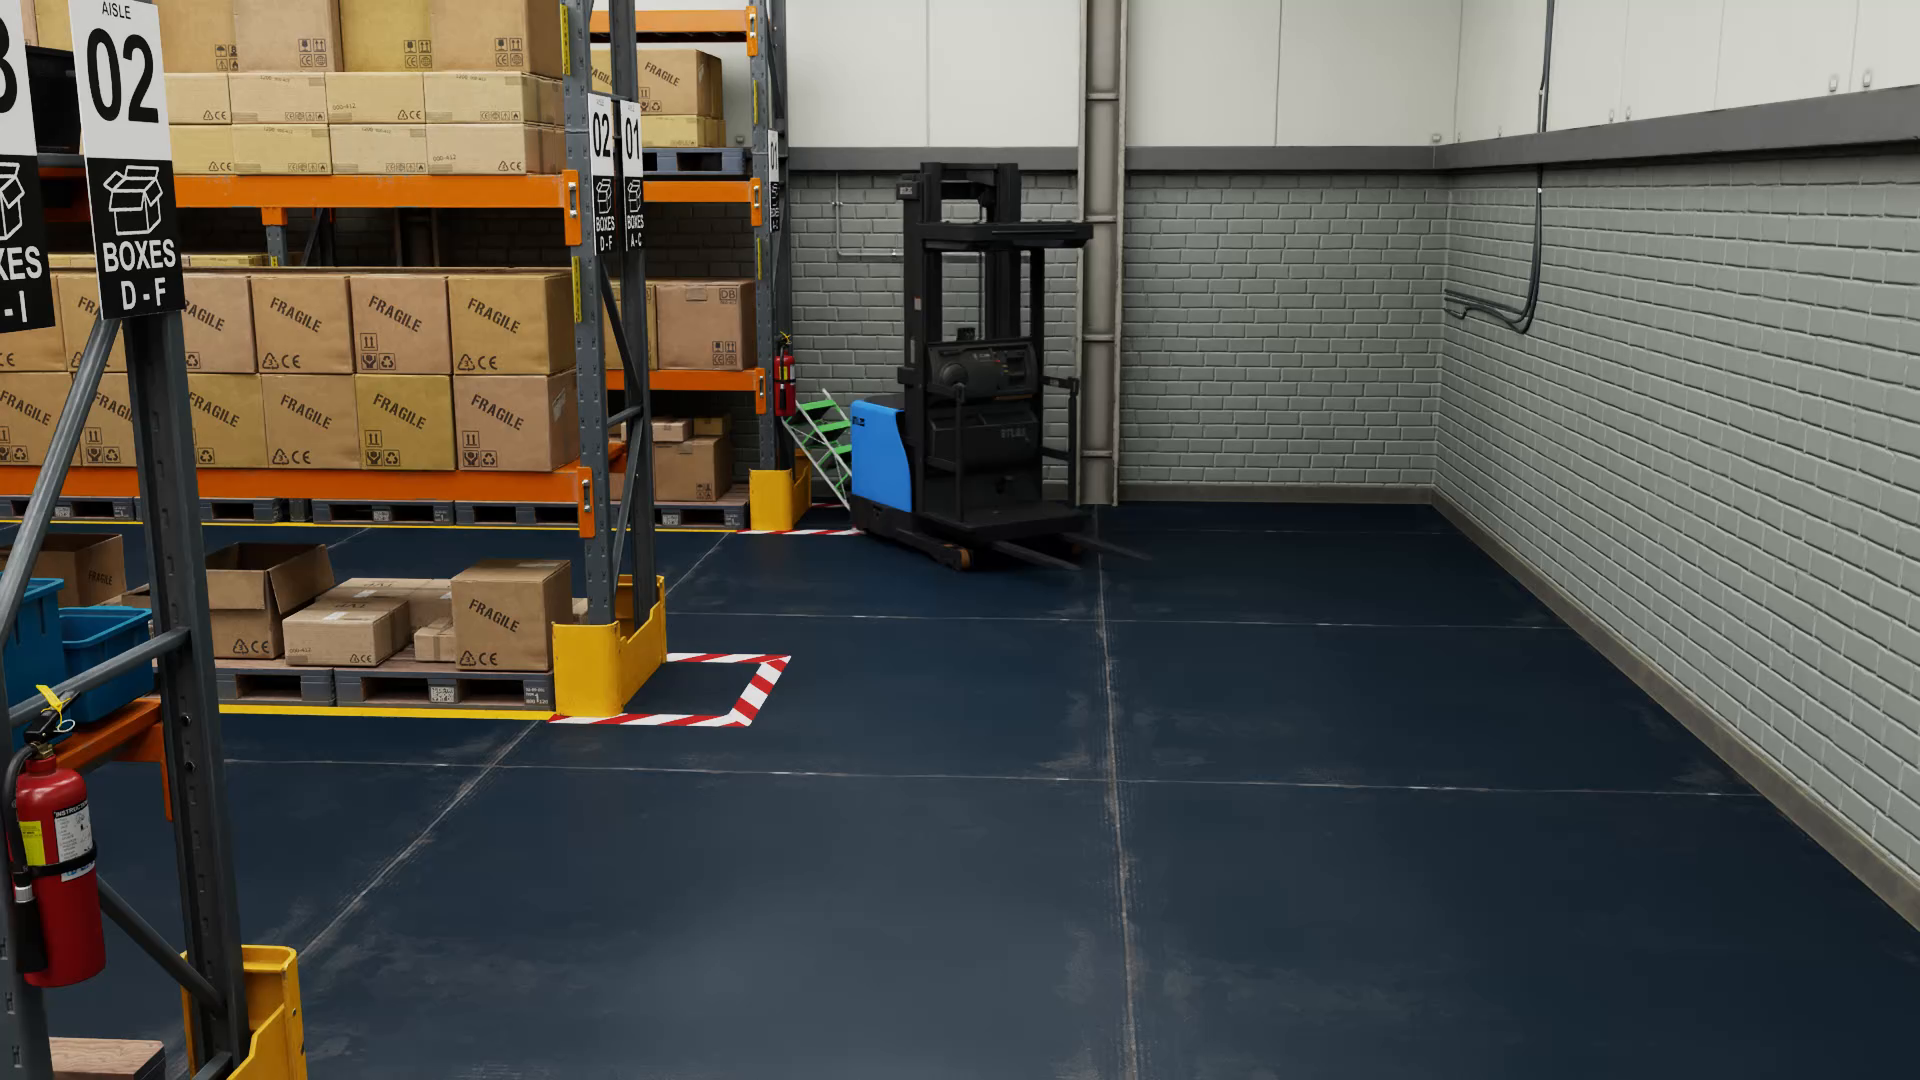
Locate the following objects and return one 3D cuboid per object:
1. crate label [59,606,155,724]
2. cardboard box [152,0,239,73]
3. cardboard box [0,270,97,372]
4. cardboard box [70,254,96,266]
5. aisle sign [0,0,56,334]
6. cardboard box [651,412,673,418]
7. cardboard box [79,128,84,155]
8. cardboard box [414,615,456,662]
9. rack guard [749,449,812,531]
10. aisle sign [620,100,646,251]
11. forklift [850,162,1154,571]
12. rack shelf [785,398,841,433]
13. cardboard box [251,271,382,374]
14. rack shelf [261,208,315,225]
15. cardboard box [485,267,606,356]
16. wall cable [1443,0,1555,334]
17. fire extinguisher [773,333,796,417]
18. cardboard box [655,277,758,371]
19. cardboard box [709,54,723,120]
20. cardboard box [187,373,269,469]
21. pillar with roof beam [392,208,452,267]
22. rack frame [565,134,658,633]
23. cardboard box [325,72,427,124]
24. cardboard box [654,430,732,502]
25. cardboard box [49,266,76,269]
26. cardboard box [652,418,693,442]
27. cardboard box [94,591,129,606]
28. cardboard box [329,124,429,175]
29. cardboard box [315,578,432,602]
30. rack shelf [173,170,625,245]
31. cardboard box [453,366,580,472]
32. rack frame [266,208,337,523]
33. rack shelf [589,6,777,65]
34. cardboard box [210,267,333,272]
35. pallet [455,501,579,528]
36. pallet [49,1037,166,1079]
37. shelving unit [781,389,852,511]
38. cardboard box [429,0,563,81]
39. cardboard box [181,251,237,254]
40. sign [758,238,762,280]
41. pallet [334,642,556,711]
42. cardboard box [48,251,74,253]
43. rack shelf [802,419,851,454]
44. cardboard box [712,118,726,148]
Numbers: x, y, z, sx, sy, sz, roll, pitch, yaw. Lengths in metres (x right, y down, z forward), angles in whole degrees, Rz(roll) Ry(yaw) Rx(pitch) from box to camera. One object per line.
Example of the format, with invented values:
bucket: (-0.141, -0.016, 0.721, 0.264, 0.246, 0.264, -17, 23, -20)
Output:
crate label: (-2.427, 0.344, 4.560, 0.303, 0.233, 0.416, 1, 12, 4)
cardboard box: (-3.874, -2.695, 8.814, 0.500, 0.500, 0.700, 1, 12, 4)
cardboard box: (-4.893, -1.172, 8.859, 0.500, 0.500, 0.500, 0, 12, 2)
cardboard box: (-7.033, -2.258, 13.886, 0.500, 0.250, 0.500, 1, 12, 5)
aisle sign: (-2.151, -0.850, 3.655, 0.004, 0.787, 0.394, 1, 12, 4)
cardboard box: (-2.613, -0.997, 14.201, 0.250, 0.149, 0.380, 1, 12, 4)
cardboard box: (-4.393, -2.027, 8.675, 0.500, 0.250, 0.500, 1, 12, 4)
cardboard box: (-2.825, 0.541, 9.203, 0.250, 0.166, 0.380, 1, 12, 4)
rack guard: (-1.517, -0.438, 14.141, 0.348, 0.500, 1.175, 1, 12, 4)
aisle sign: (-1.780, -1.981, 9.065, 0.004, 0.787, 0.394, 1, 12, 4)
forklift: (0.287, -1.314, 12.392, 1.130, 2.935, 3.031, -7, 14, -30)
rack shelf: (-1.272, -1.061, 14.286, 0.258, 0.148, 0.480, -44, -13, 29)
cardboard box: (-3.352, -1.151, 8.758, 0.500, 0.500, 0.500, 1, 12, 5)
rack shelf: (-7.527, -2.860, 14.046, 4.000, 0.370, 1.077, 1, 12, 4)
cardboard box: (-2.293, -1.248, 9.223, 0.500, 0.500, 0.500, 1, 12, 5)
wall cable: (4.079, -2.928, 12.872, 0.112, 2.526, 3.097, 1, 12, 4)
fire extinguisher: (-1.421, -1.345, 13.473, 0.183, 0.674, 0.296, 1, 12, 4)
cardboard box: (-2.050, -1.814, 13.880, 0.700, 0.700, 0.980, 1, 12, 6)
cardboard box: (-2.253, -3.738, 13.749, 0.500, 0.500, 0.500, 0, 12, 2)
cardboard box: (-3.851, -0.671, 8.904, 0.500, 0.500, 0.500, 1, 12, 3)
pillar with roof beam: (-5.063, -3.941, 10.129, 0.400, 9.000, 9.100, 1, 12, 4)
rack frame: (-1.868, -0.650, 9.049, 0.127, 3.000, 1.000, 1, 12, 4)
cardboard box: (-2.897, -2.251, 8.523, 0.500, 0.250, 0.500, 1, 12, 4)
cardboard box: (-2.246, -0.633, 14.048, 0.500, 0.500, 0.700, 1, 12, 4)
cardboard box: (-5.337, -1.289, 9.418, 0.500, 0.500, 0.500, 1, 12, 4)
cardboard box: (-2.386, -0.915, 13.812, 0.250, 0.149, 0.380, 1, 12, 3)
cardboard box: (-4.893, 0.418, 9.831, 0.250, 0.149, 0.380, 1, 12, 4)
cardboard box: (-2.896, -2.007, 8.577, 0.500, 0.250, 0.500, 1, 12, 4)
cardboard box: (-3.389, 0.402, 9.663, 0.500, 0.250, 0.500, 1, 12, 4)
rack shelf: (-3.864, -1.793, 8.946, 4.000, 0.370, 1.077, 1, 12, 4)
cardboard box: (-2.333, -0.649, 8.802, 0.500, 0.500, 0.500, 1, 12, 5)
rack frame: (-5.532, -1.717, 14.149, 0.127, 3.000, 1.000, 1, 12, 4)
rack shelf: (-3.536, -4.078, 13.518, 4.000, 0.370, 1.077, 1, 12, 4)
cardboard box: (-3.821, -1.268, 9.319, 0.500, 0.500, 0.500, 1, 12, 3)
pallet: (-3.558, -0.309, 14.231, 1.213, 0.211, 1.003, 1, 12, 4)
pallet: (-3.023, 1.708, 4.589, 1.213, 0.211, 1.003, 1, 12, 4)
shelving unit: (-1.022, -0.738, 14.203, 0.258, 1.200, 0.503, -44, -13, 29)
cardboard box: (-2.382, -2.660, 8.647, 0.500, 0.500, 0.700, 1, 12, 4)
cardboard box: (-6.496, -2.353, 14.341, 0.500, 0.250, 0.500, 1, 12, 4)
sign: (-1.591, -2.234, 13.215, 0.005, 0.325, 0.100, 1, 12, 4)
pallet: (-2.739, 0.703, 9.391, 1.213, 0.211, 1.003, 1, 12, 4)
cardboard box: (-8.025, -2.374, 14.440, 0.500, 0.250, 0.500, 0, 12, 2)
rack shelf: (-1.128, -0.875, 14.238, 0.258, 0.148, 0.480, -44, -13, 29)
cardboard box: (-2.253, -3.371, 13.829, 0.500, 0.250, 0.500, 1, 12, 7)
